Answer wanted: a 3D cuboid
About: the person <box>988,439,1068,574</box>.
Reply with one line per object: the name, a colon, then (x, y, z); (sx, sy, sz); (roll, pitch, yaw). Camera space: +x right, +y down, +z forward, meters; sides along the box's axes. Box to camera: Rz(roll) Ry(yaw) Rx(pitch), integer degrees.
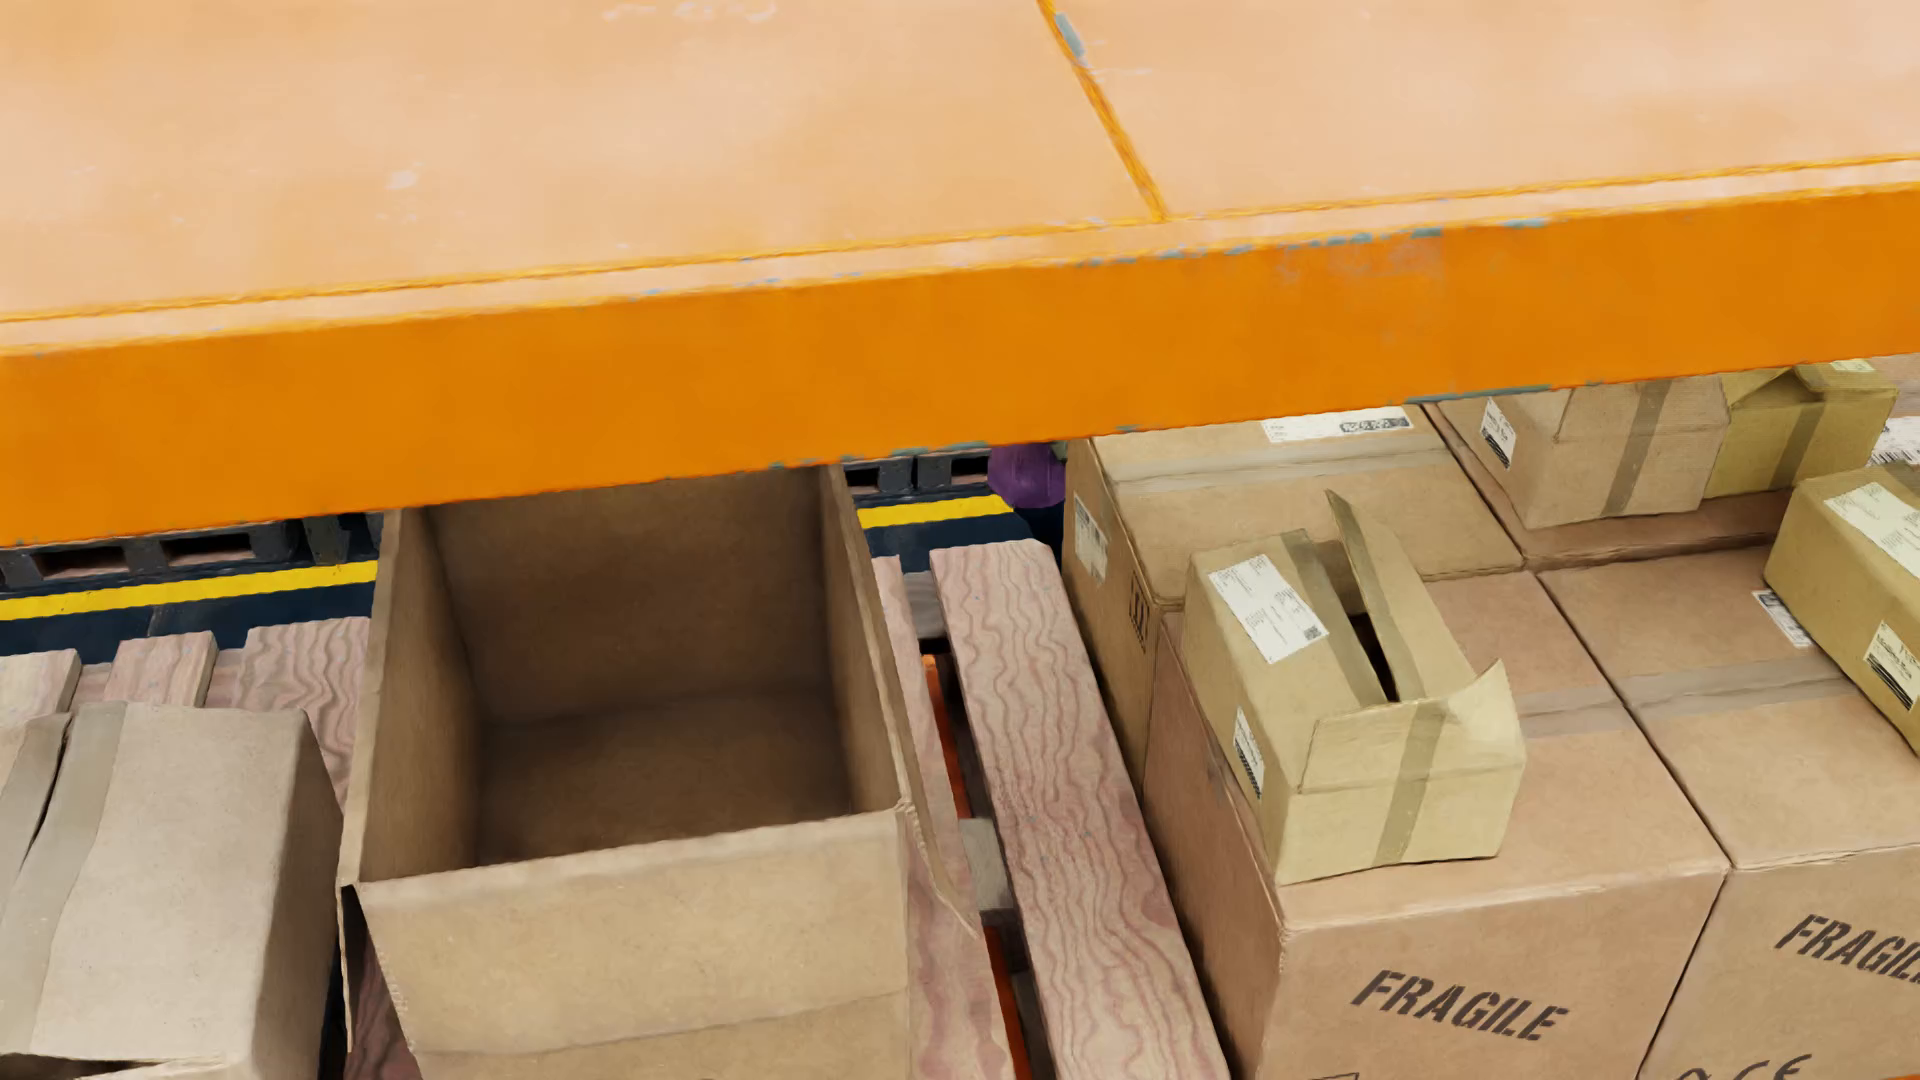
person: (0.334, -0.233, 6.448); (0.736, 1.577, 0.515); (-22, 44, -24)
